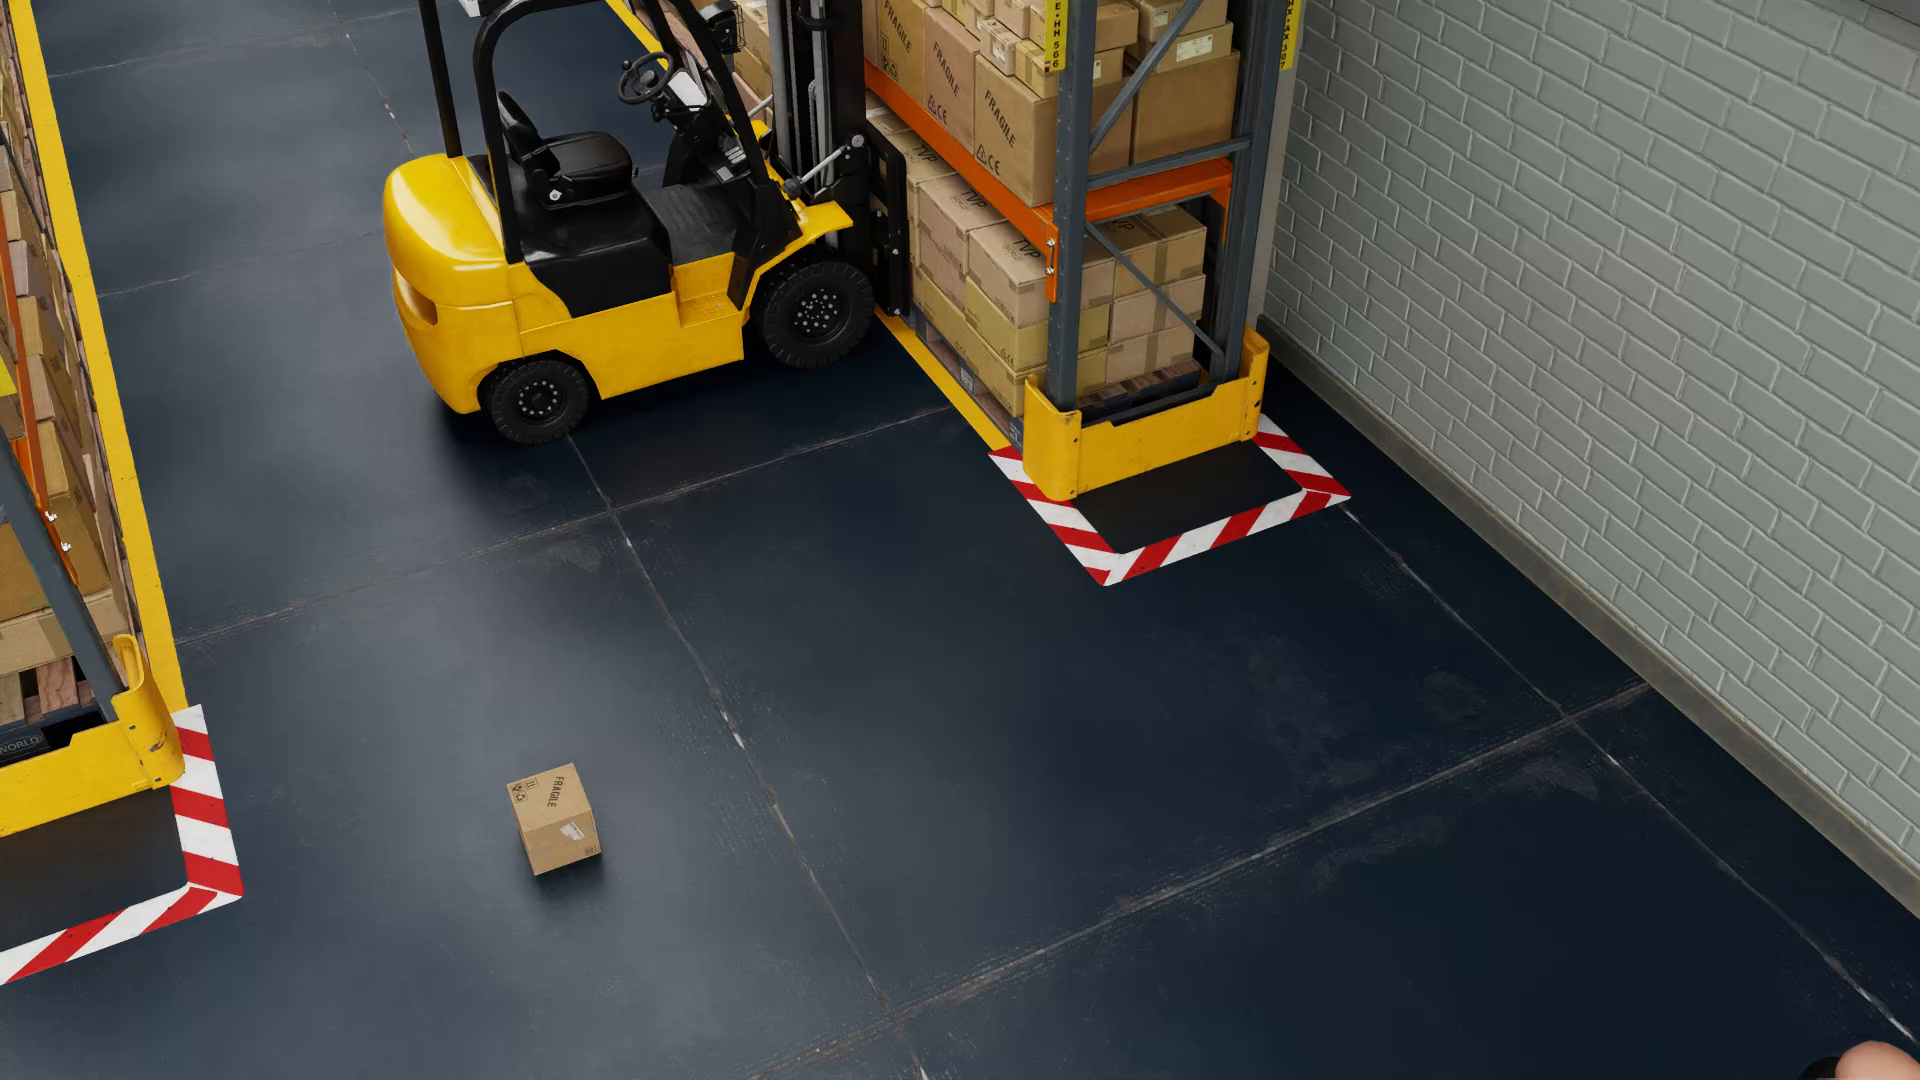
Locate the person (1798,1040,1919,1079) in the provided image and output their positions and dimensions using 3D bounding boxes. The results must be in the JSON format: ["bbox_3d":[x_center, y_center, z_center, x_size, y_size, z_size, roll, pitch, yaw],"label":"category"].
[{"bbox_3d":[2.127,1.821,4.080,0.828,1.725,0.549,25,47,26],"label":"person"}]
